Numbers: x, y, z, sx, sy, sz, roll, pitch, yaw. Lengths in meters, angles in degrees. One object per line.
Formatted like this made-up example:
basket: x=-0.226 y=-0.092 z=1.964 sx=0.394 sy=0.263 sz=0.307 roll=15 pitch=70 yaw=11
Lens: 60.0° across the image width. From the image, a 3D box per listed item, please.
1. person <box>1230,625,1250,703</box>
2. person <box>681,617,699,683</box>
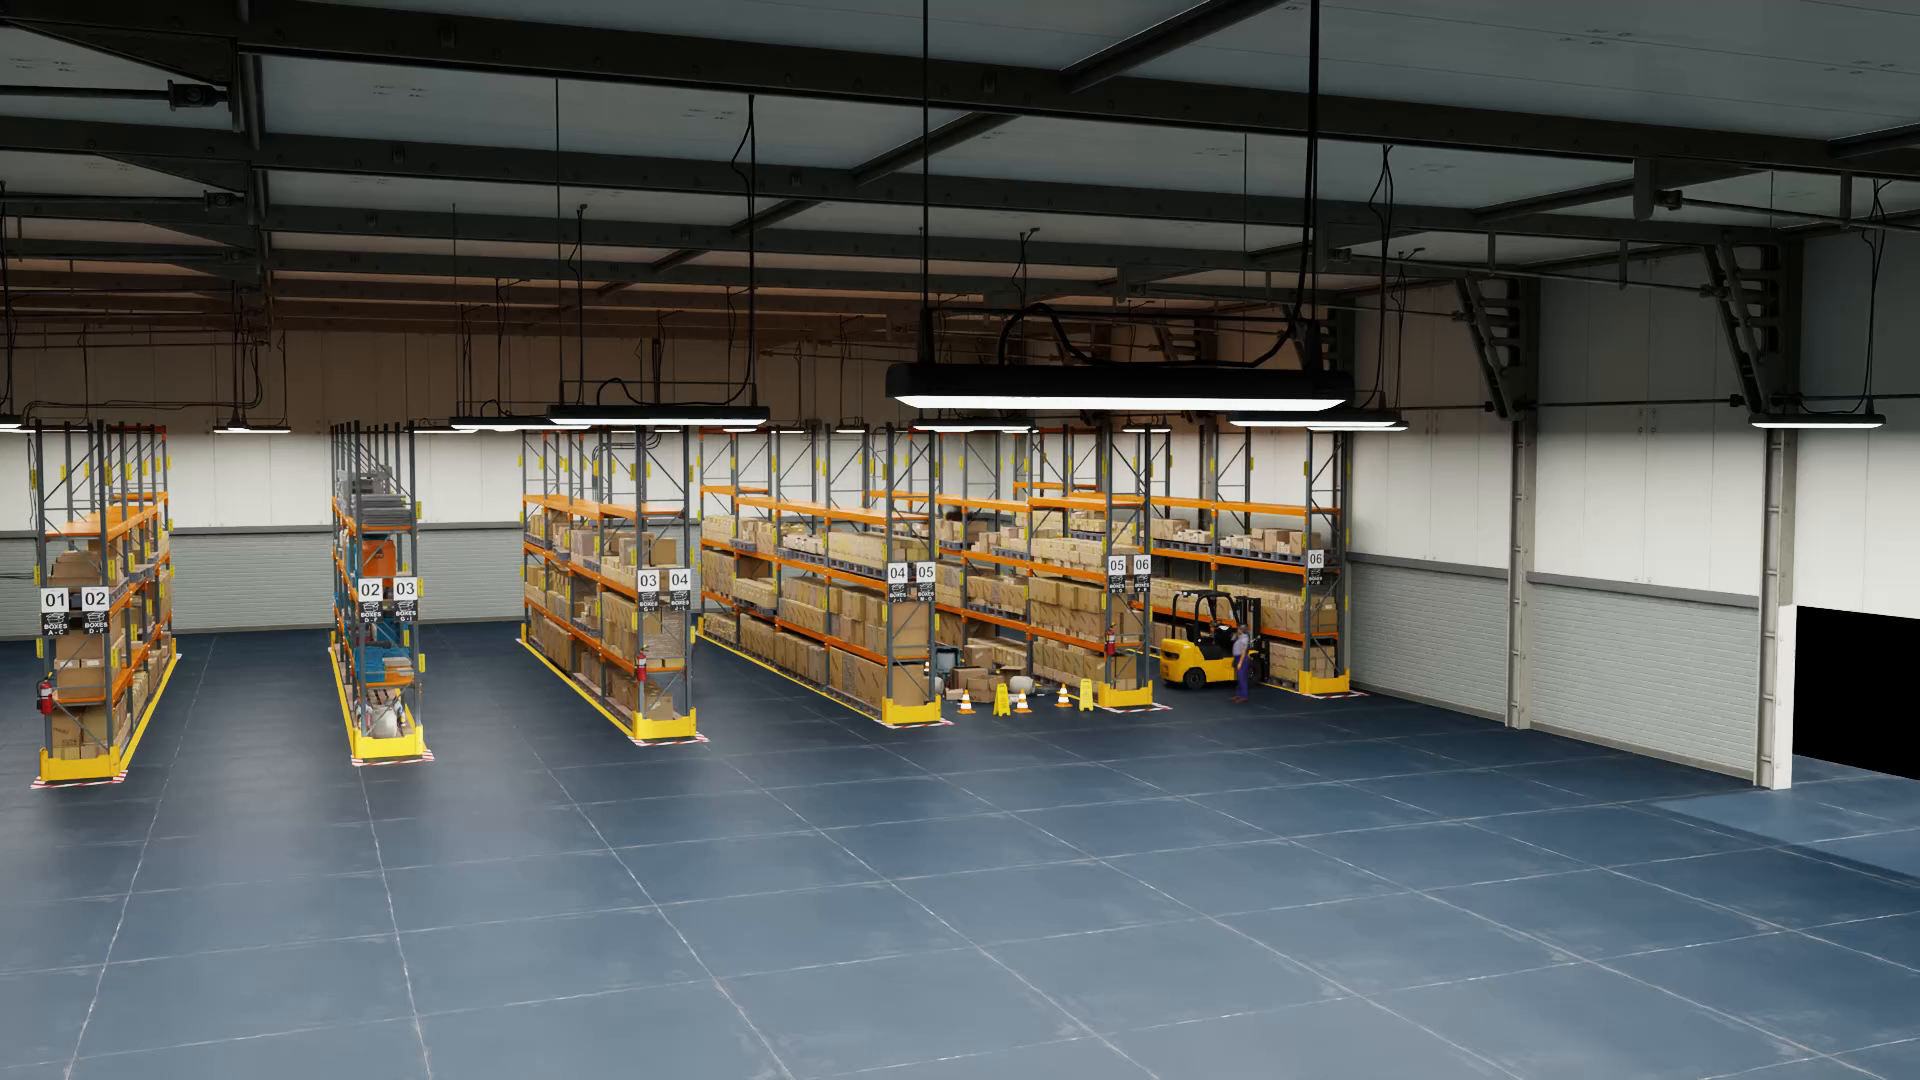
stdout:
person: x=6.053 y=2.661 z=35.944 sx=0.353 sy=1.675 sz=0.496 roll=-1 pitch=4 yaw=-11
person: x=-6.303 y=2.500 z=38.527 sx=0.488 sy=1.676 sz=0.462 roll=1 pitch=4 yaw=16
